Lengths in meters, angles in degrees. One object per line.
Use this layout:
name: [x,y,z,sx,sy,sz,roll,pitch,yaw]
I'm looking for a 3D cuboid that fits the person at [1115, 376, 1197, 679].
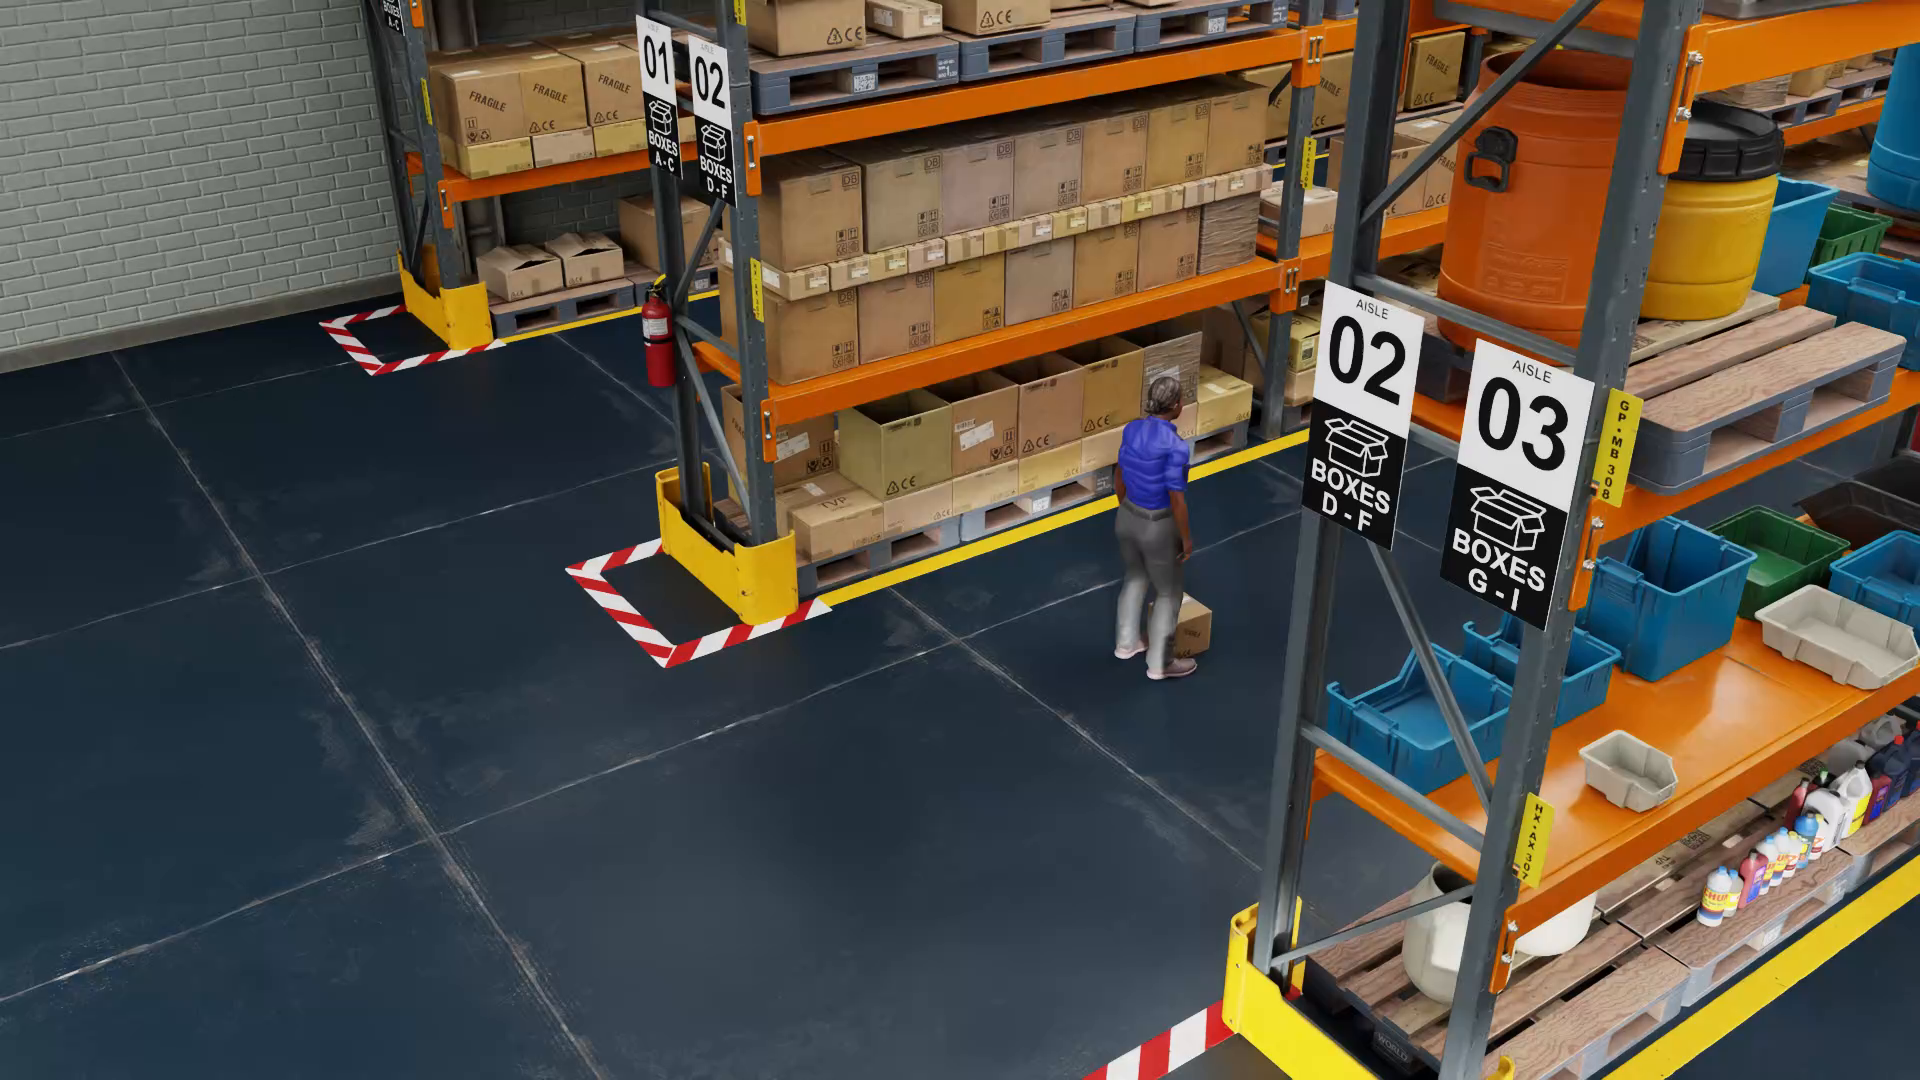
person: [1.023,-0.069,8.754,0.346,1.656,0.532,-21,35,-33]
